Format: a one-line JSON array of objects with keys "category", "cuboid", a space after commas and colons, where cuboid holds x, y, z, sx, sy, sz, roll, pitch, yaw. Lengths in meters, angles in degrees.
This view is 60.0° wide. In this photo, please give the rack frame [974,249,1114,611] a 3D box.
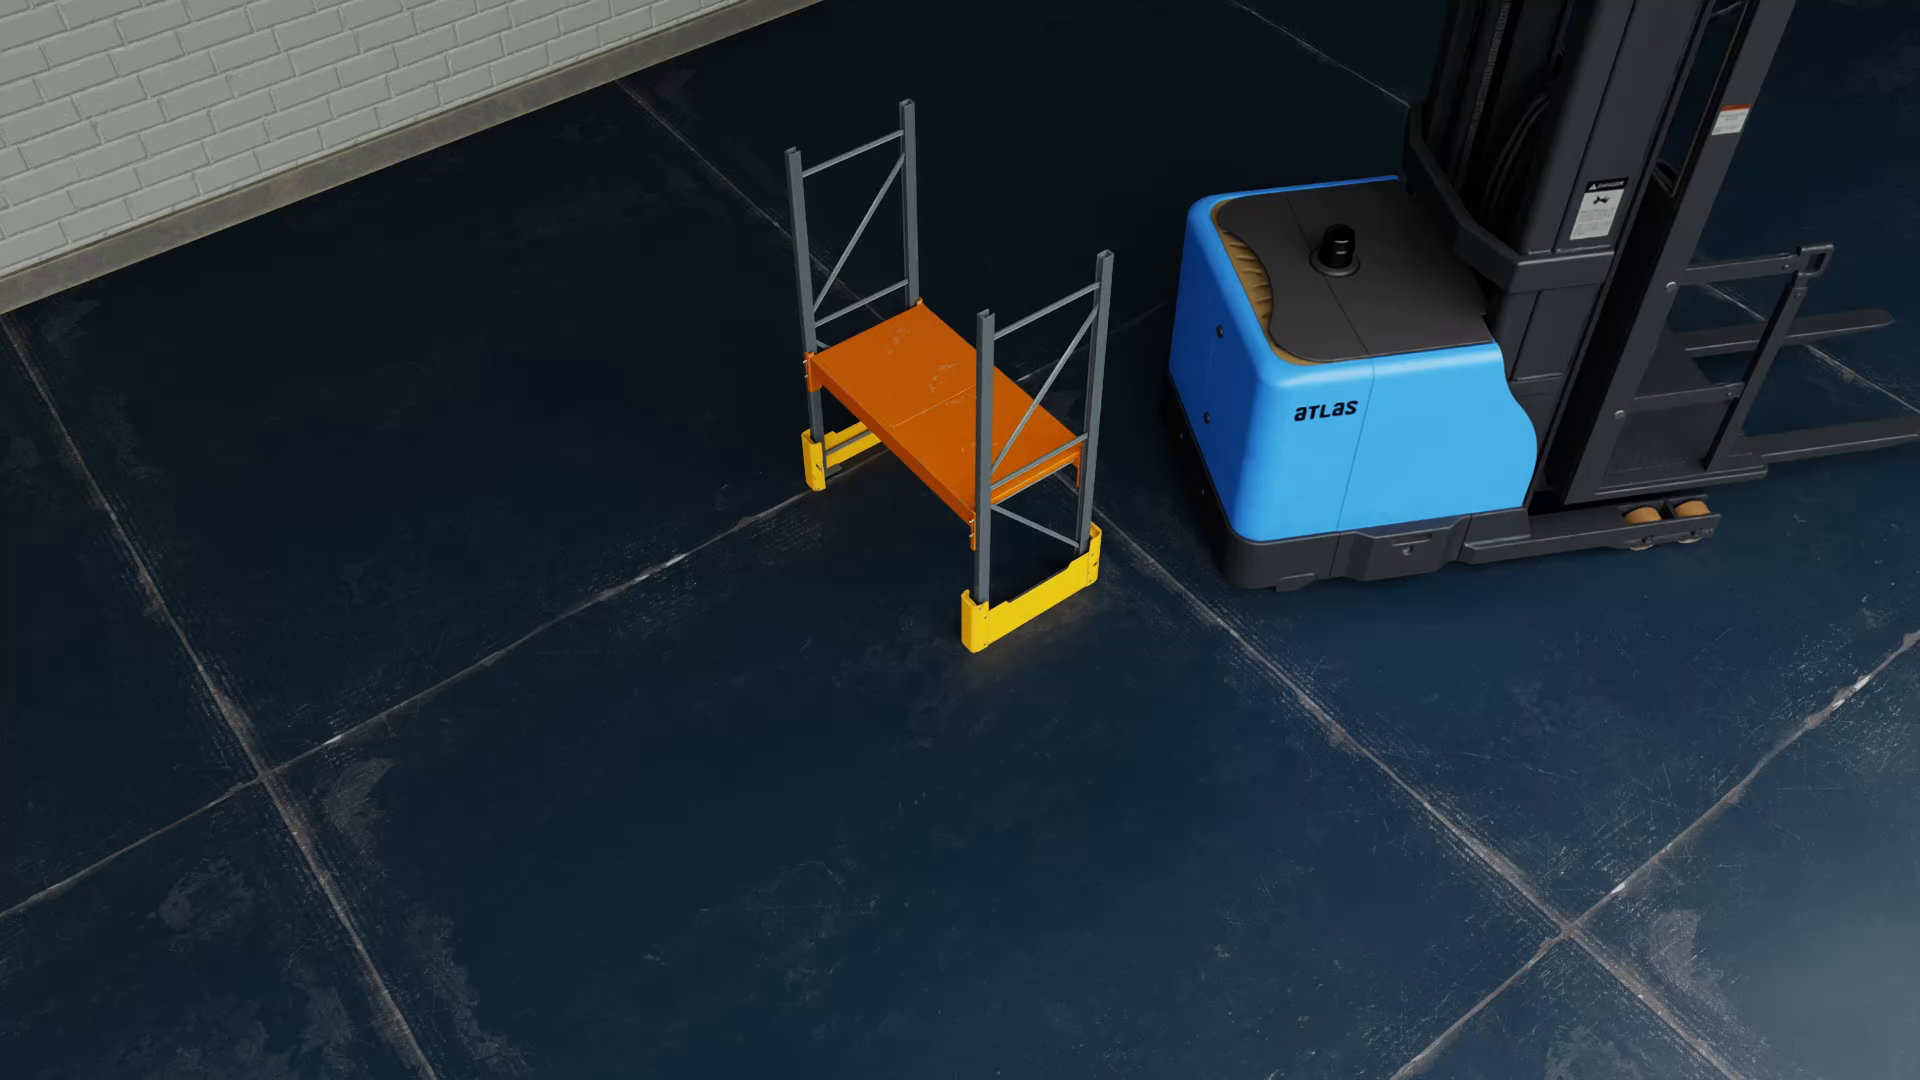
[{"category": "rack frame", "cuboid": [0.256, -0.254, 5.468, 0.500, 1.500, 0.032, -29, 54, -24]}]

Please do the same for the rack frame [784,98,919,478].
[{"category": "rack frame", "cuboid": [-0.359, -0.854, 6.012, 0.500, 1.500, 0.032, -29, 54, -24]}]

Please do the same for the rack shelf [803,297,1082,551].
[{"category": "rack shelf", "cuboid": [-0.052, -0.433, 5.873, 0.538, 0.185, 1.000, -29, 54, -24]}]

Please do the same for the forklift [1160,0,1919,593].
[{"category": "forklift", "cuboid": [2.361, -1.327, 5.475, 3.031, 2.935, 1.130, -8, 48, -7]}]

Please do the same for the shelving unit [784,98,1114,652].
[{"category": "shelving unit", "cuboid": [-0.046, -0.549, 5.735, 0.587, 1.500, 1.083, -29, 54, -24]}]

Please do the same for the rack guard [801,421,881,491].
[{"category": "rack guard", "cuboid": [-0.348, -0.423, 6.464, 0.587, 0.250, 0.087, -29, 54, -24]}]

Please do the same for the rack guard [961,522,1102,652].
[{"category": "rack guard", "cuboid": [0.255, 0.165, 5.932, 0.587, 0.250, 0.087, -29, 54, -24]}]
